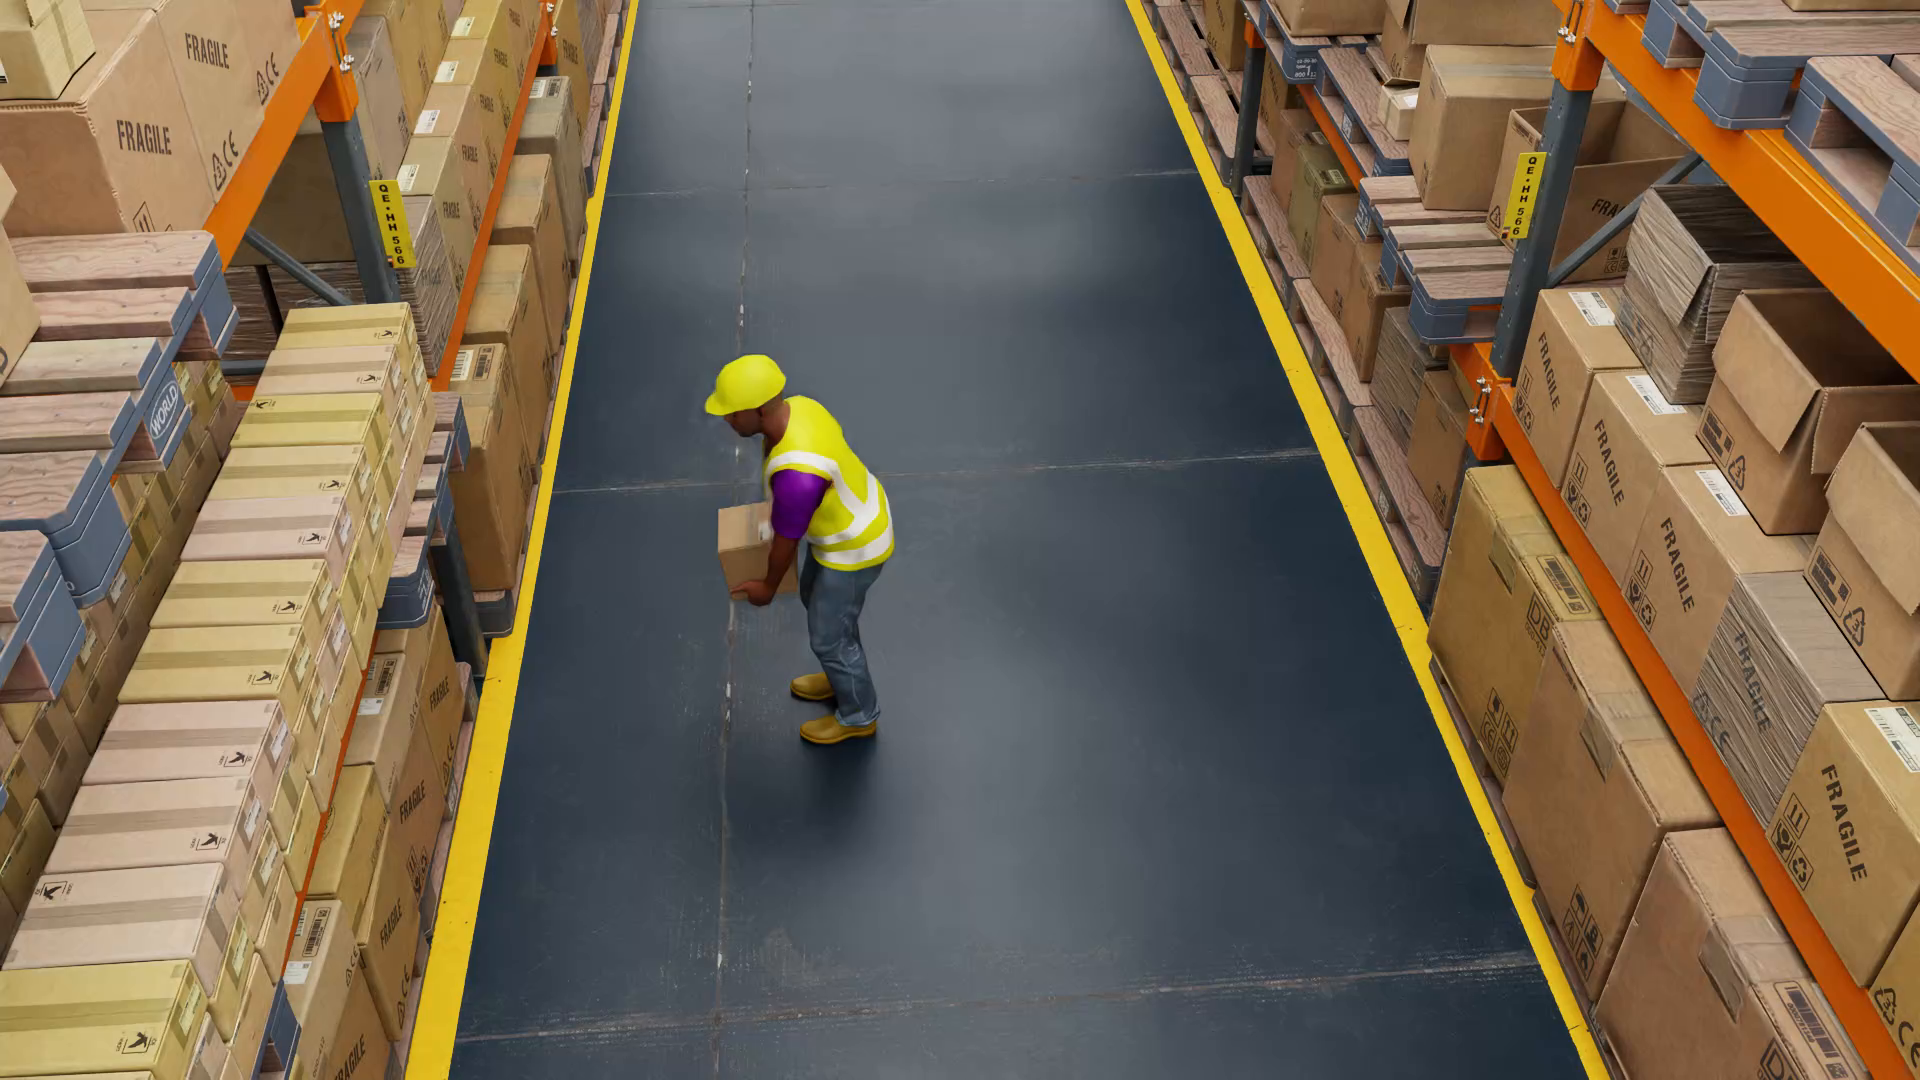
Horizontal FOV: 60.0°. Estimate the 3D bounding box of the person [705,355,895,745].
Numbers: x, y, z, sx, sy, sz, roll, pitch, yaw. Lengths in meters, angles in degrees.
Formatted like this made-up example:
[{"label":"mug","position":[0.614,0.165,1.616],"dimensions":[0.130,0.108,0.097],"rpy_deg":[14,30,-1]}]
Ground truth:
[{"label":"person","position":[-0.559,0.035,6.147],"dimensions":[0.633,1.695,0.488],"rpy_deg":[-4,39,-5]}]
